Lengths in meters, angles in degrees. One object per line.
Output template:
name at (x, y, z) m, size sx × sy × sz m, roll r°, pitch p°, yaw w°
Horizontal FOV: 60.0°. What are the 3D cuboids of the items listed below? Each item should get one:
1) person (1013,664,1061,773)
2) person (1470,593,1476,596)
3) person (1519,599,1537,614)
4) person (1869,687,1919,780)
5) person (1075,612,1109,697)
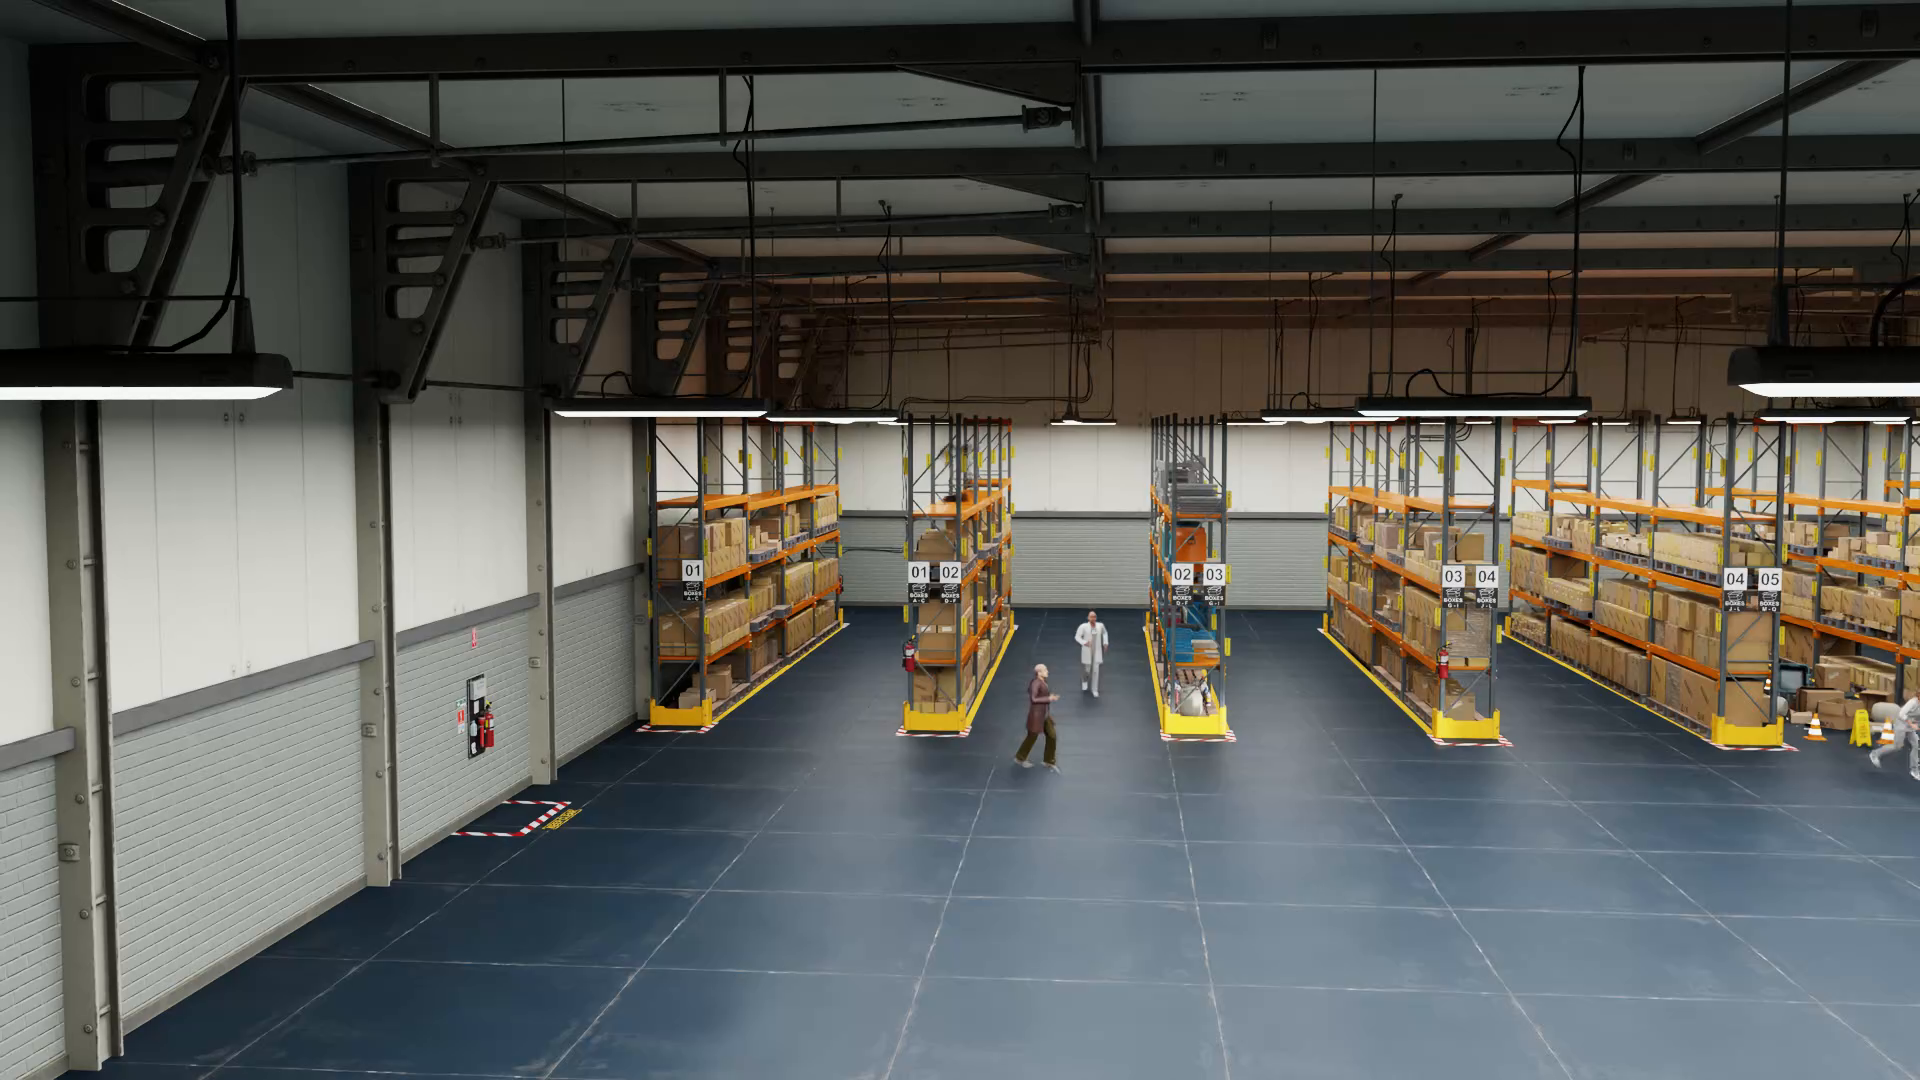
person at (1.273, 3.023, 27.673) m, size 0.861 × 1.779 × 0.668 m, roll 2°, pitch 4°, yaw 26°
person at (13.821, 1.796, 45.245) m, size 0.696 × 1.715 × 0.648 m, roll 1°, pitch 4°, yaw 12°
person at (16.145, 1.754, 47.062) m, size 0.552 × 1.620 × 0.620 m, roll 0°, pitch 4°, yaw 0°
person at (15.463, 3.138, 27.364) m, size 0.571 × 1.547 × 0.915 m, roll -3°, pitch 5°, yaw -39°
person at (2.836, 2.428, 35.763) m, size 0.733 × 1.791 × 0.925 m, roll 0°, pitch 4°, yaw -5°
